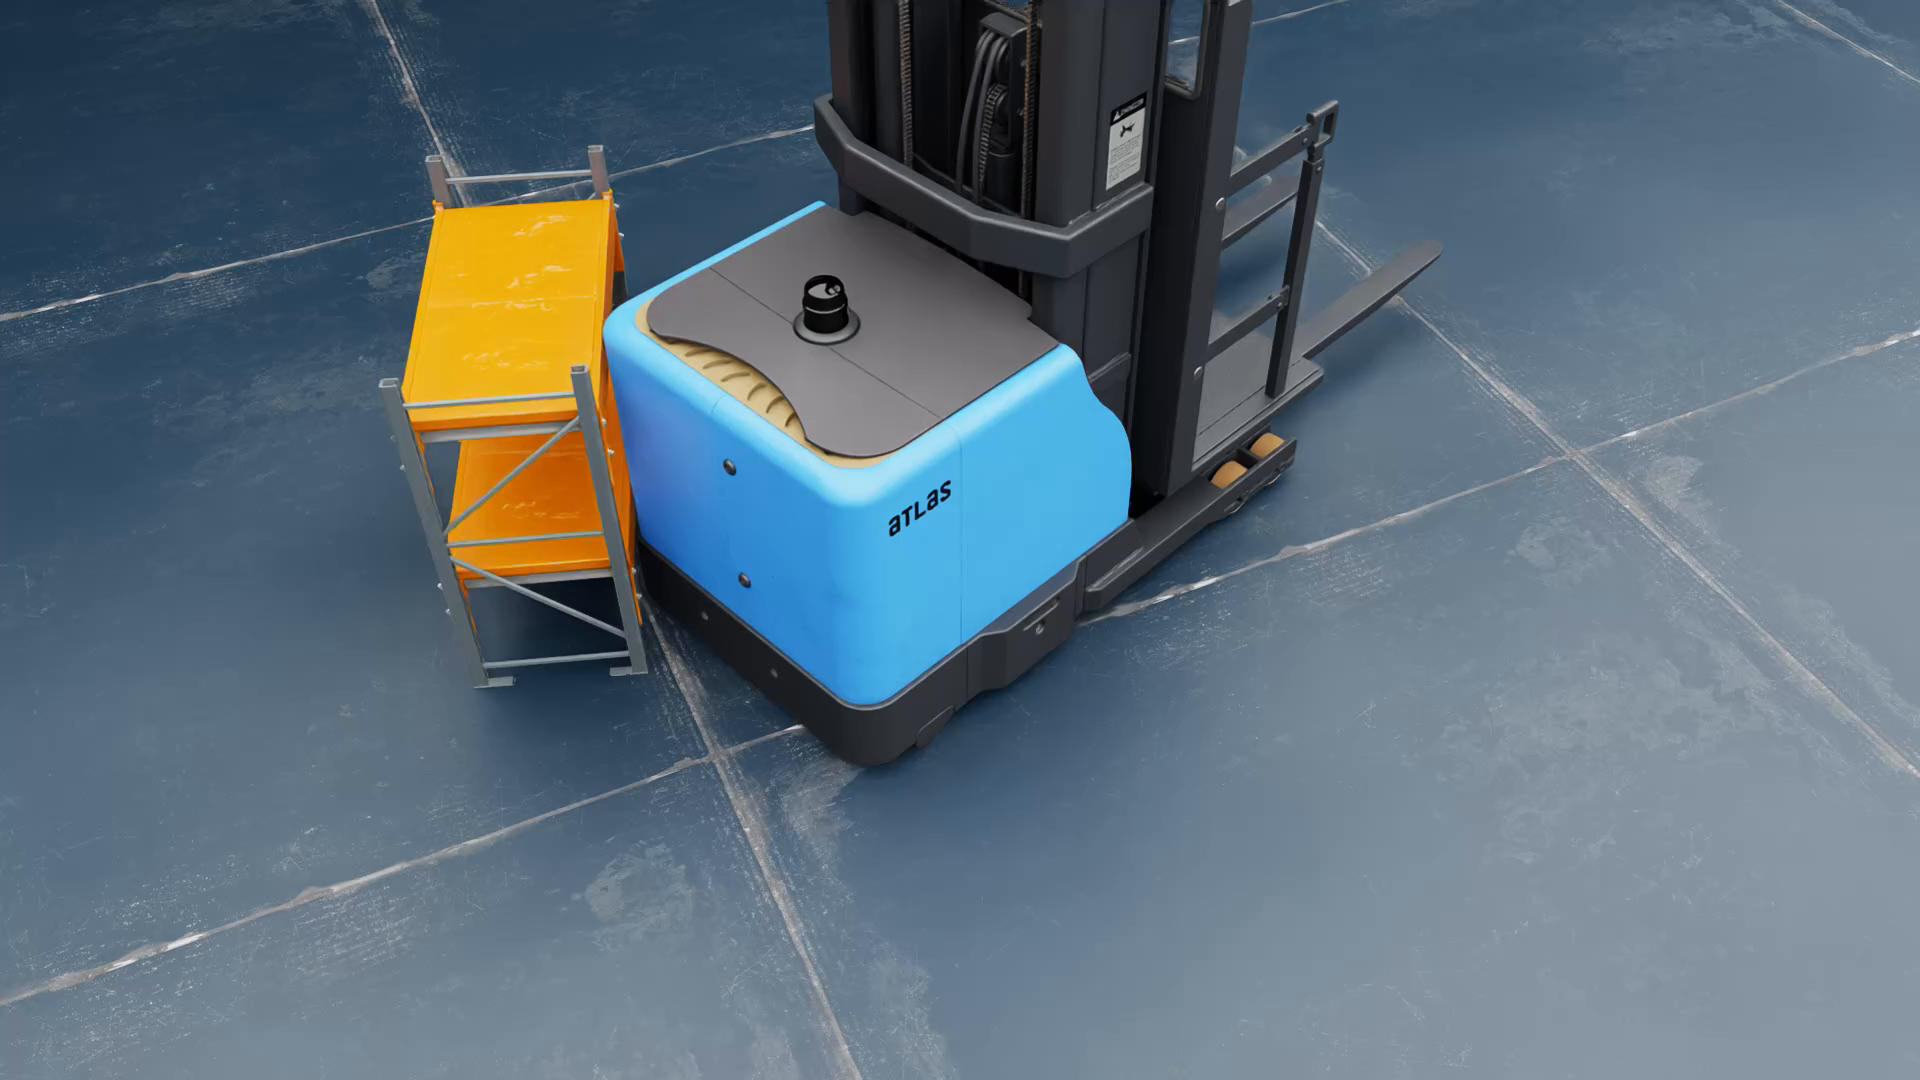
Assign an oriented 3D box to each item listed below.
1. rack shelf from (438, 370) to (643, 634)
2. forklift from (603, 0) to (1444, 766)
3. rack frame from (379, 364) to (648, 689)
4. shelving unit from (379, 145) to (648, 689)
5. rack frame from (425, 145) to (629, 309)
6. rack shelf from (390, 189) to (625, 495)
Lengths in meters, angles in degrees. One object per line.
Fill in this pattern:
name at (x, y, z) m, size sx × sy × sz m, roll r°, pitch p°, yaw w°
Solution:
rack shelf at (-1.219, -0.181, 4.980) m, size 0.538 × 0.278 × 1.000 m, roll -5°, pitch 45°, yaw -5°
forklift at (0.447, -1.359, 4.541) m, size 1.130 × 2.935 × 3.031 m, roll 35°, pitch 54°, yaw 30°
rack frame at (-1.160, 0.000, 4.449) m, size 0.500 × 1.125 × 0.032 m, roll -5°, pitch 45°, yaw -5°
shelving unit at (-1.219, -0.355, 4.809) m, size 0.538 × 1.125 × 1.048 m, roll -5°, pitch 45°, yaw -5°
rack frame at (-1.278, -0.709, 5.168) m, size 0.500 × 1.125 × 0.032 m, roll -5°, pitch 45°, yaw -5°
rack shelf at (-1.219, -0.563, 4.603) m, size 0.538 × 0.278 × 1.000 m, roll -5°, pitch 45°, yaw -5°
